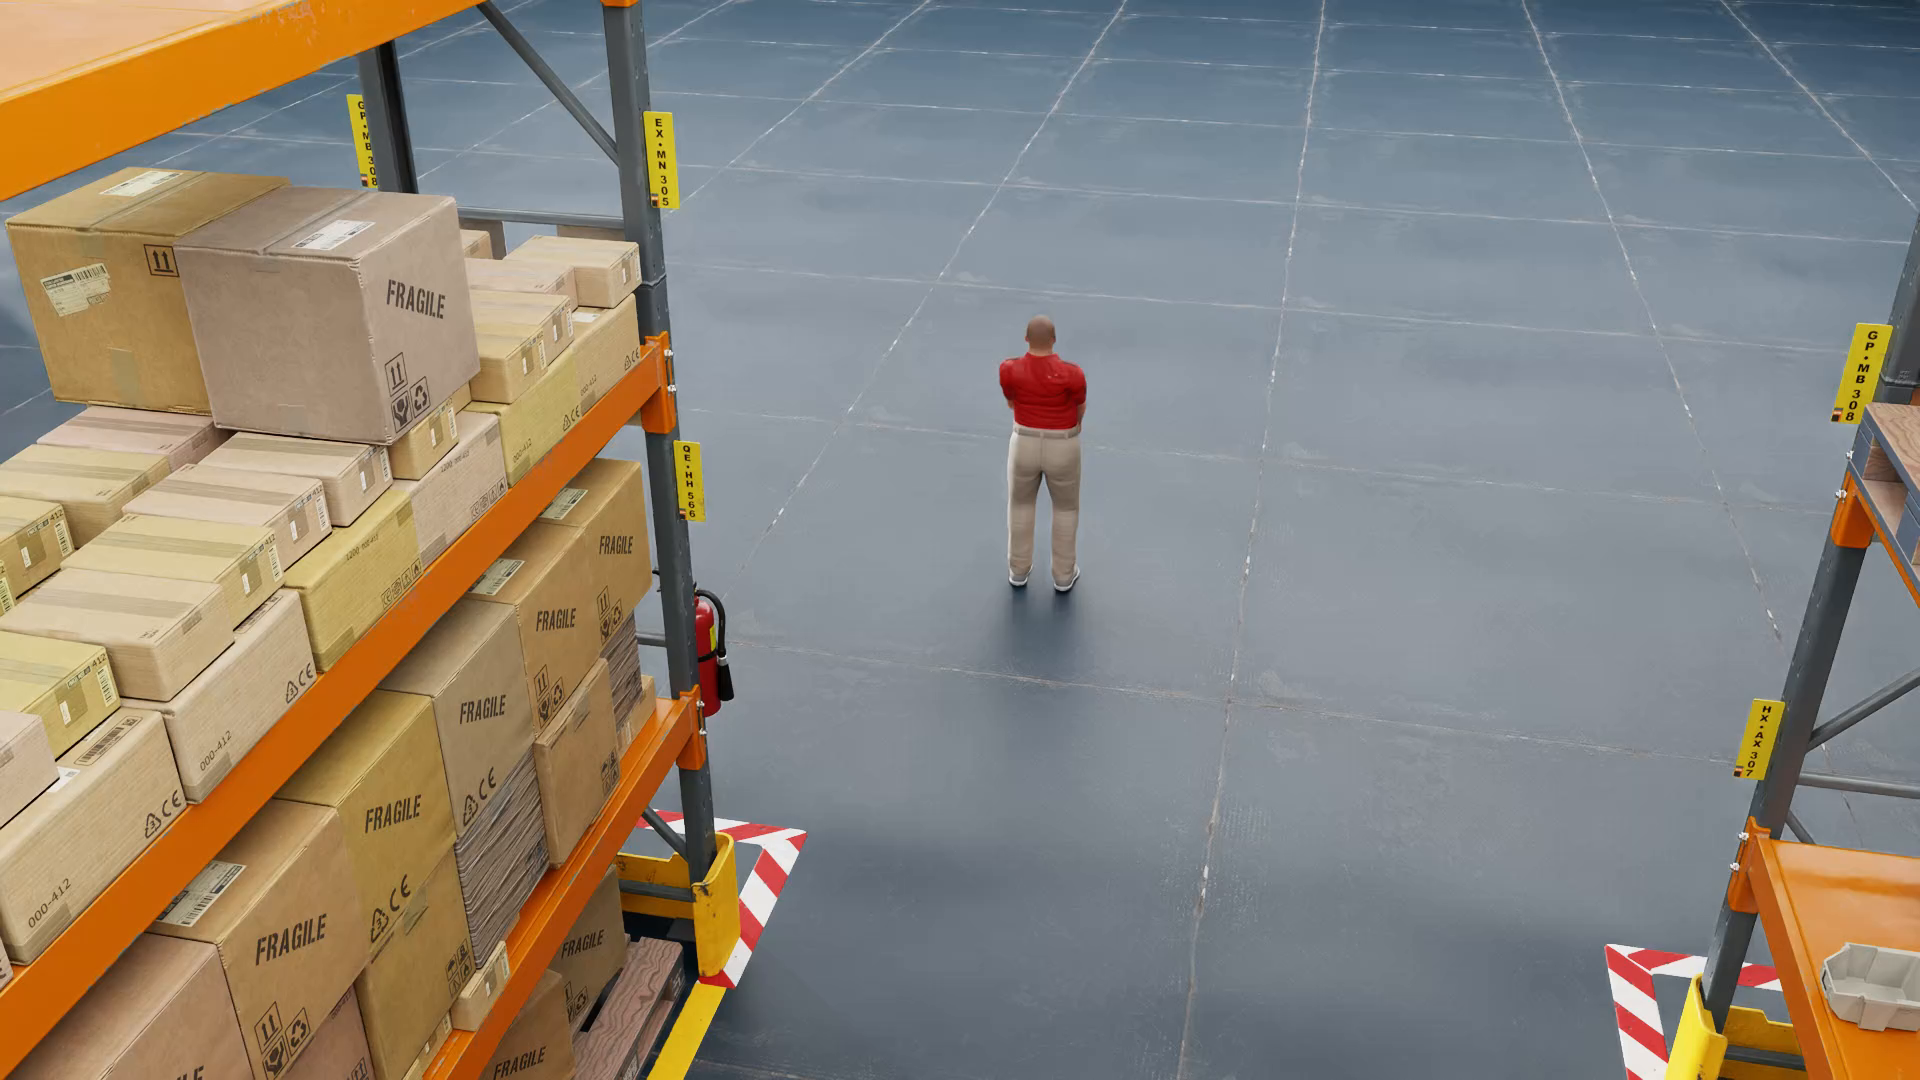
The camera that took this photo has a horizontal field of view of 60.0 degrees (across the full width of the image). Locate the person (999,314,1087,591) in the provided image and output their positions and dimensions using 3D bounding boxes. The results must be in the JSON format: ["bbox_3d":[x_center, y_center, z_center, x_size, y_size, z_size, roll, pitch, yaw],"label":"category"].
[{"bbox_3d":[0.490,-0.552,9.662,0.493,1.712,0.530,6,29,11],"label":"person"}]
